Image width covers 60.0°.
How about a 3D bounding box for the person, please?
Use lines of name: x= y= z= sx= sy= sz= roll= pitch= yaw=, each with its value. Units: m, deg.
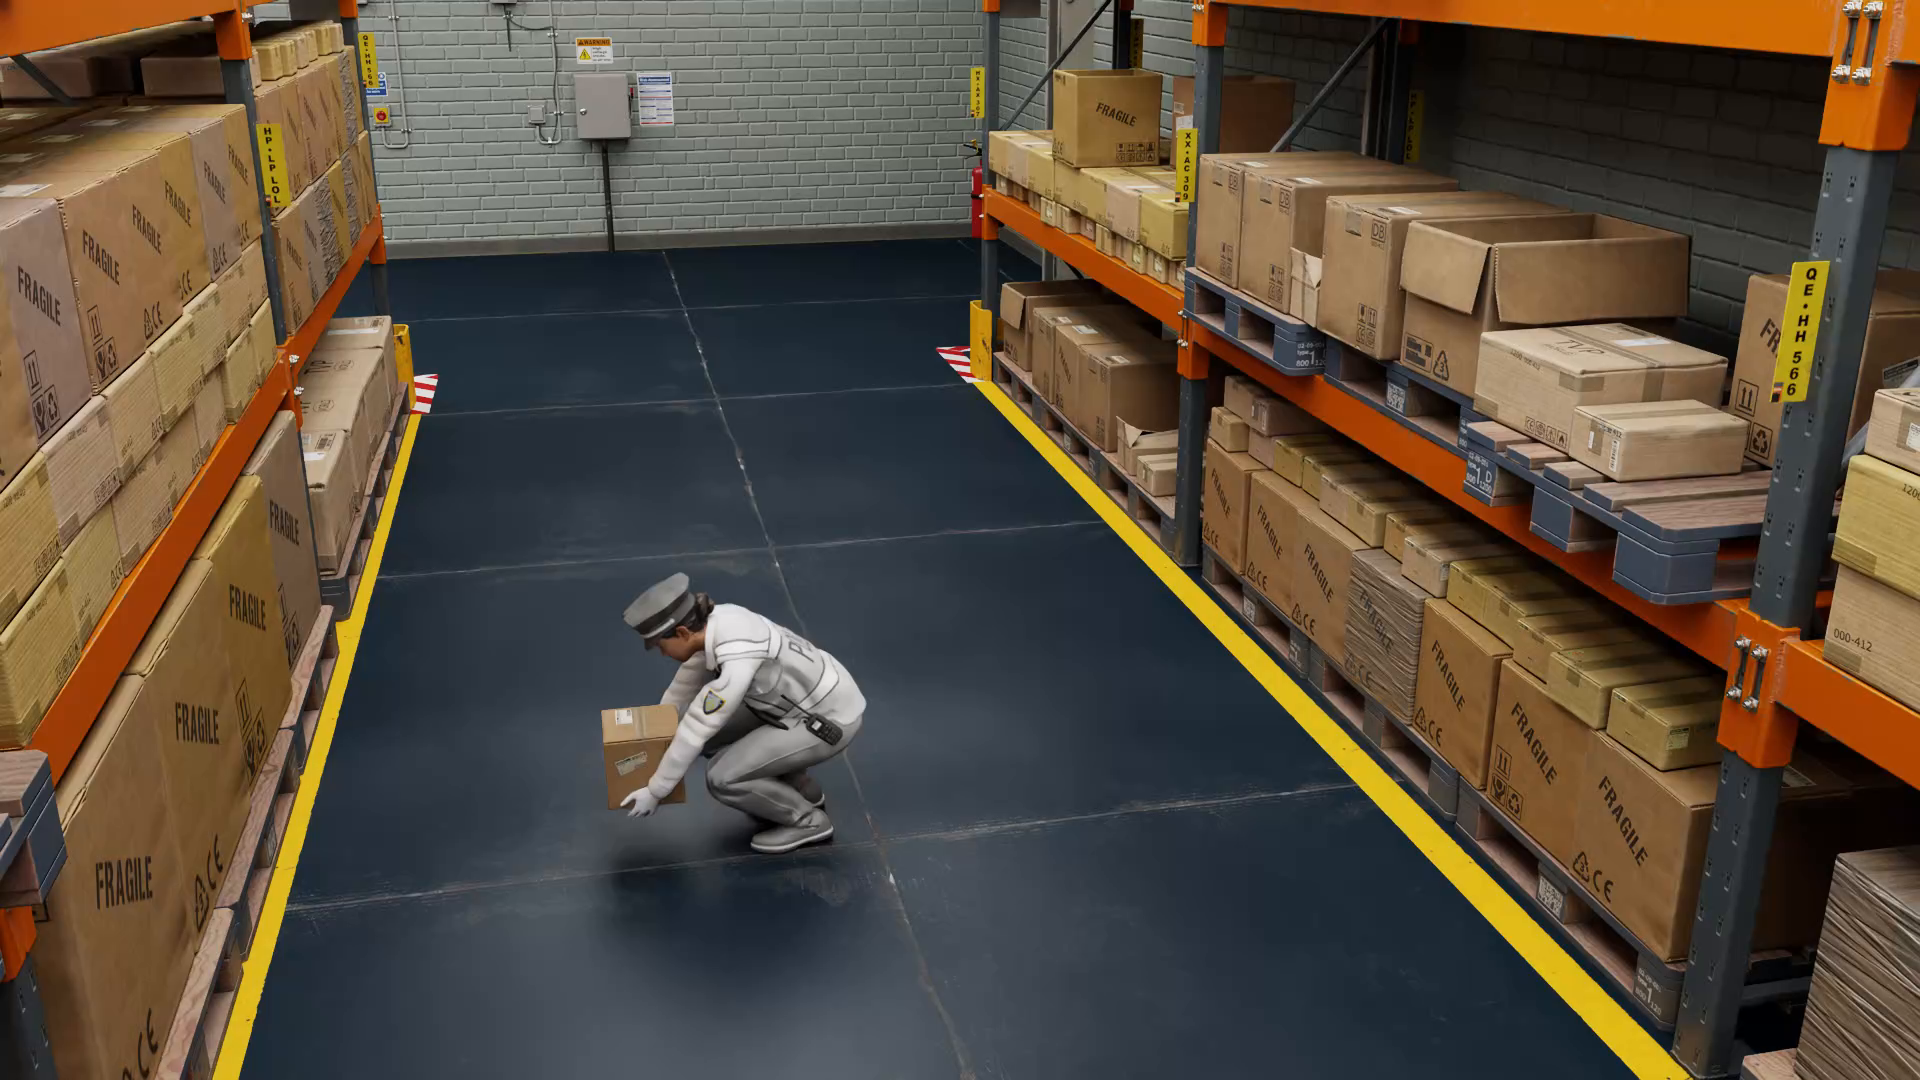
person: x=-0.735 y=0.555 z=5.570 sx=0.840 sy=0.975 sz=0.469 roll=-5 pitch=20 yaw=-13
